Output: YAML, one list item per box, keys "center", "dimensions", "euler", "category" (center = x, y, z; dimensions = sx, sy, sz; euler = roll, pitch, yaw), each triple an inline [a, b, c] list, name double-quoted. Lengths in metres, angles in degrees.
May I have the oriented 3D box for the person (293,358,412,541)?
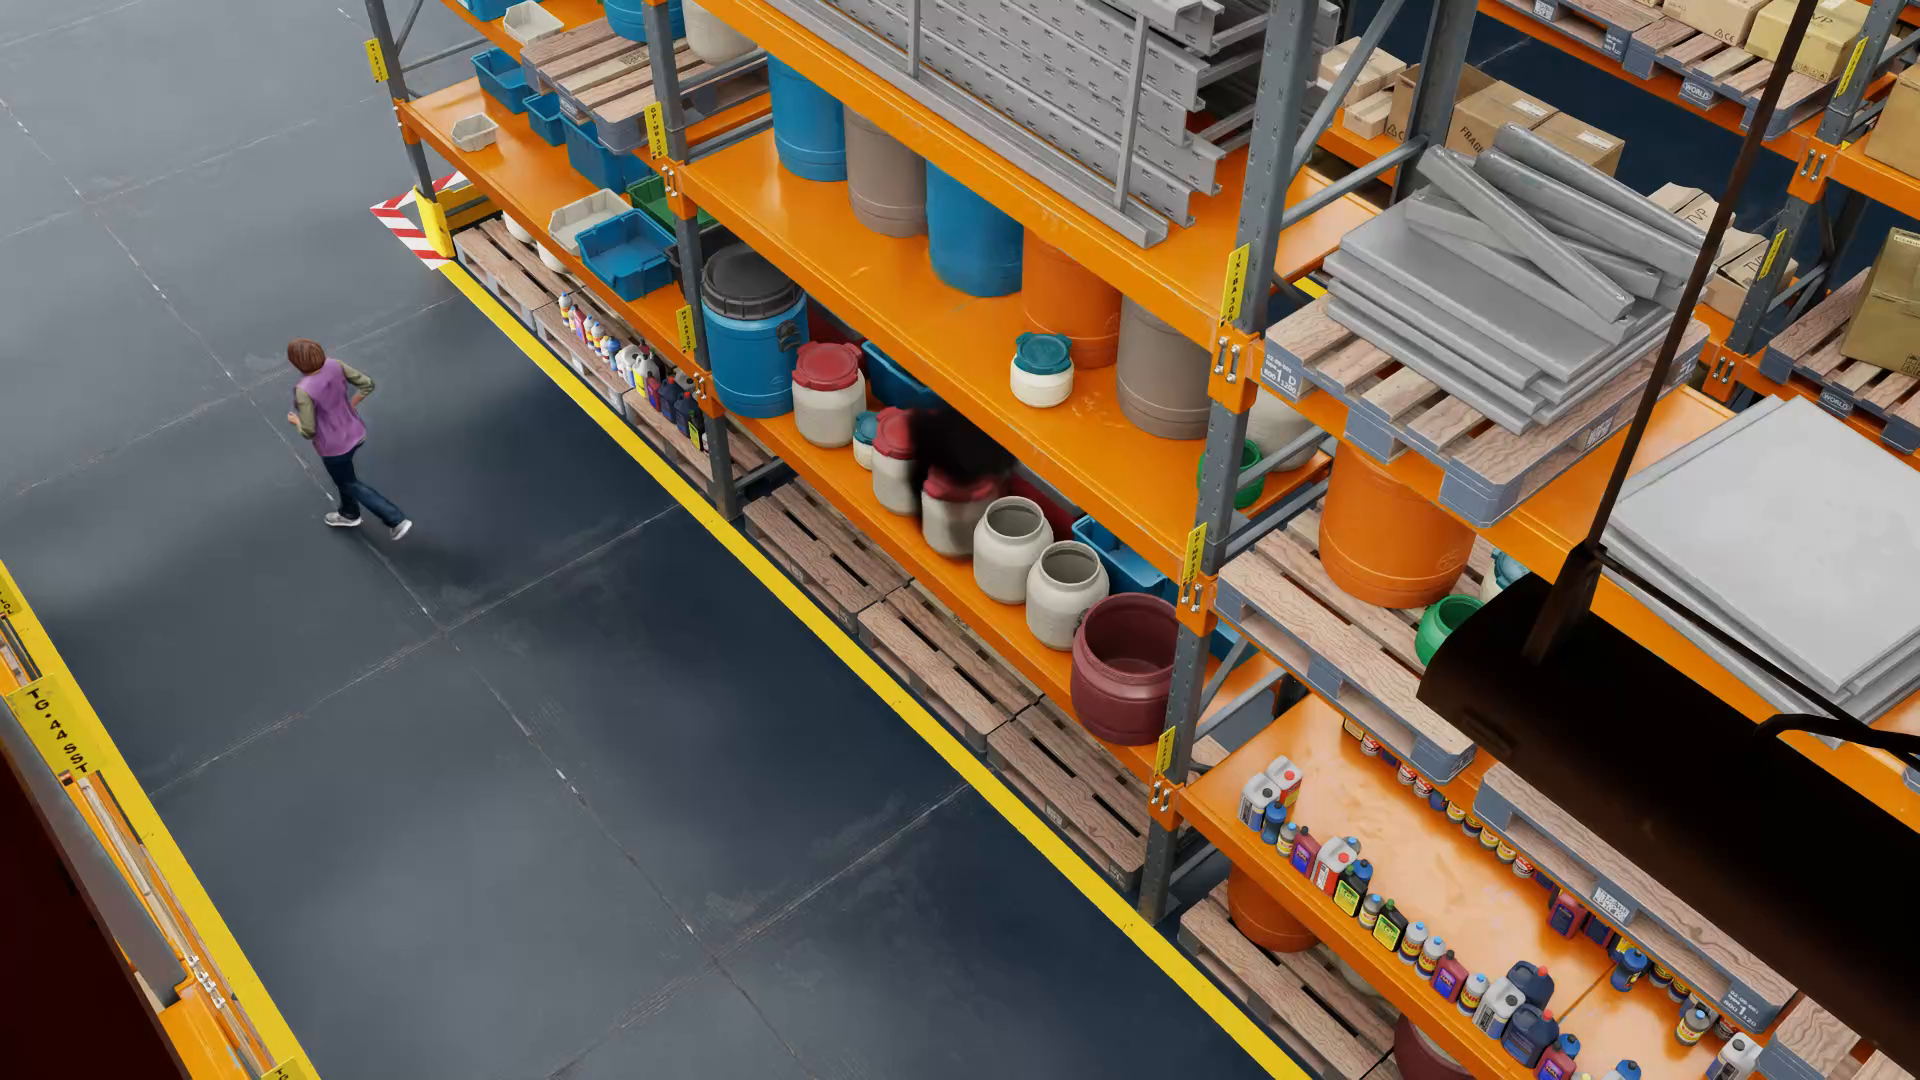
- center: [-3.860, -0.546, 10.559]
  dimensions: [0.757, 1.370, 0.548]
  euler: [17, 49, 16]
  category: "person"
